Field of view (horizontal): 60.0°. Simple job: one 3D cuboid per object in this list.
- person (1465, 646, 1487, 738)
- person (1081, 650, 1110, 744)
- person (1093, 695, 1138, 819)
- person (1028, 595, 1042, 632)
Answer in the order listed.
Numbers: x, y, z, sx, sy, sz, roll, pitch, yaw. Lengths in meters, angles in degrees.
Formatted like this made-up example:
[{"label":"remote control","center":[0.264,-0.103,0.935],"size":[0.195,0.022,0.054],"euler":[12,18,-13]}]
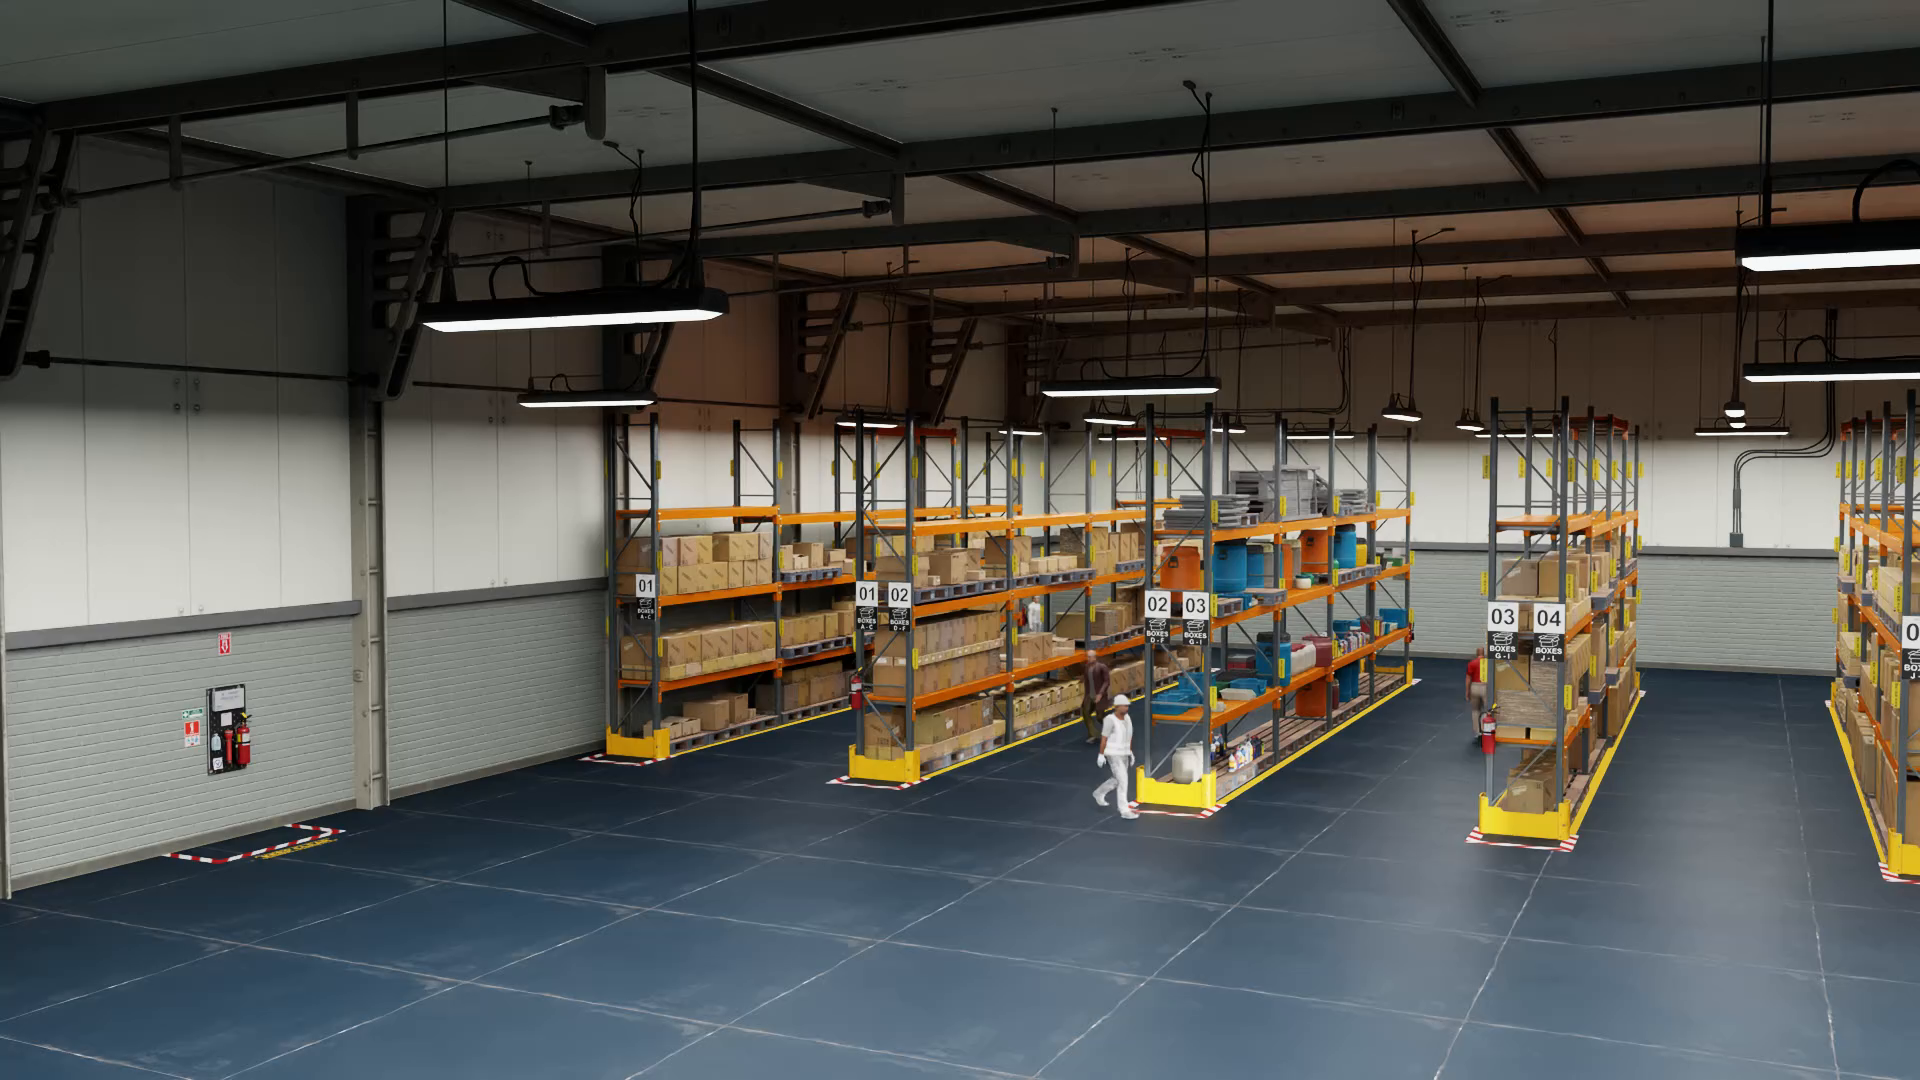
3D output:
[{"label":"person","center":[9.714,2.842,30.987],"size":[0.573,1.722,0.565],"euler":[1,3,25]},{"label":"person","center":[2.535,2.871,30.684],"size":[0.619,1.694,0.849],"euler":[2,3,36]},{"label":"person","center":[2.277,3.118,24.196],"size":[1.021,1.738,0.546],"euler":[2,3,40]},{"label":"person","center":[1.986,2.263,44.782],"size":[0.444,1.673,0.519],"euler":[2,3,36]}]
